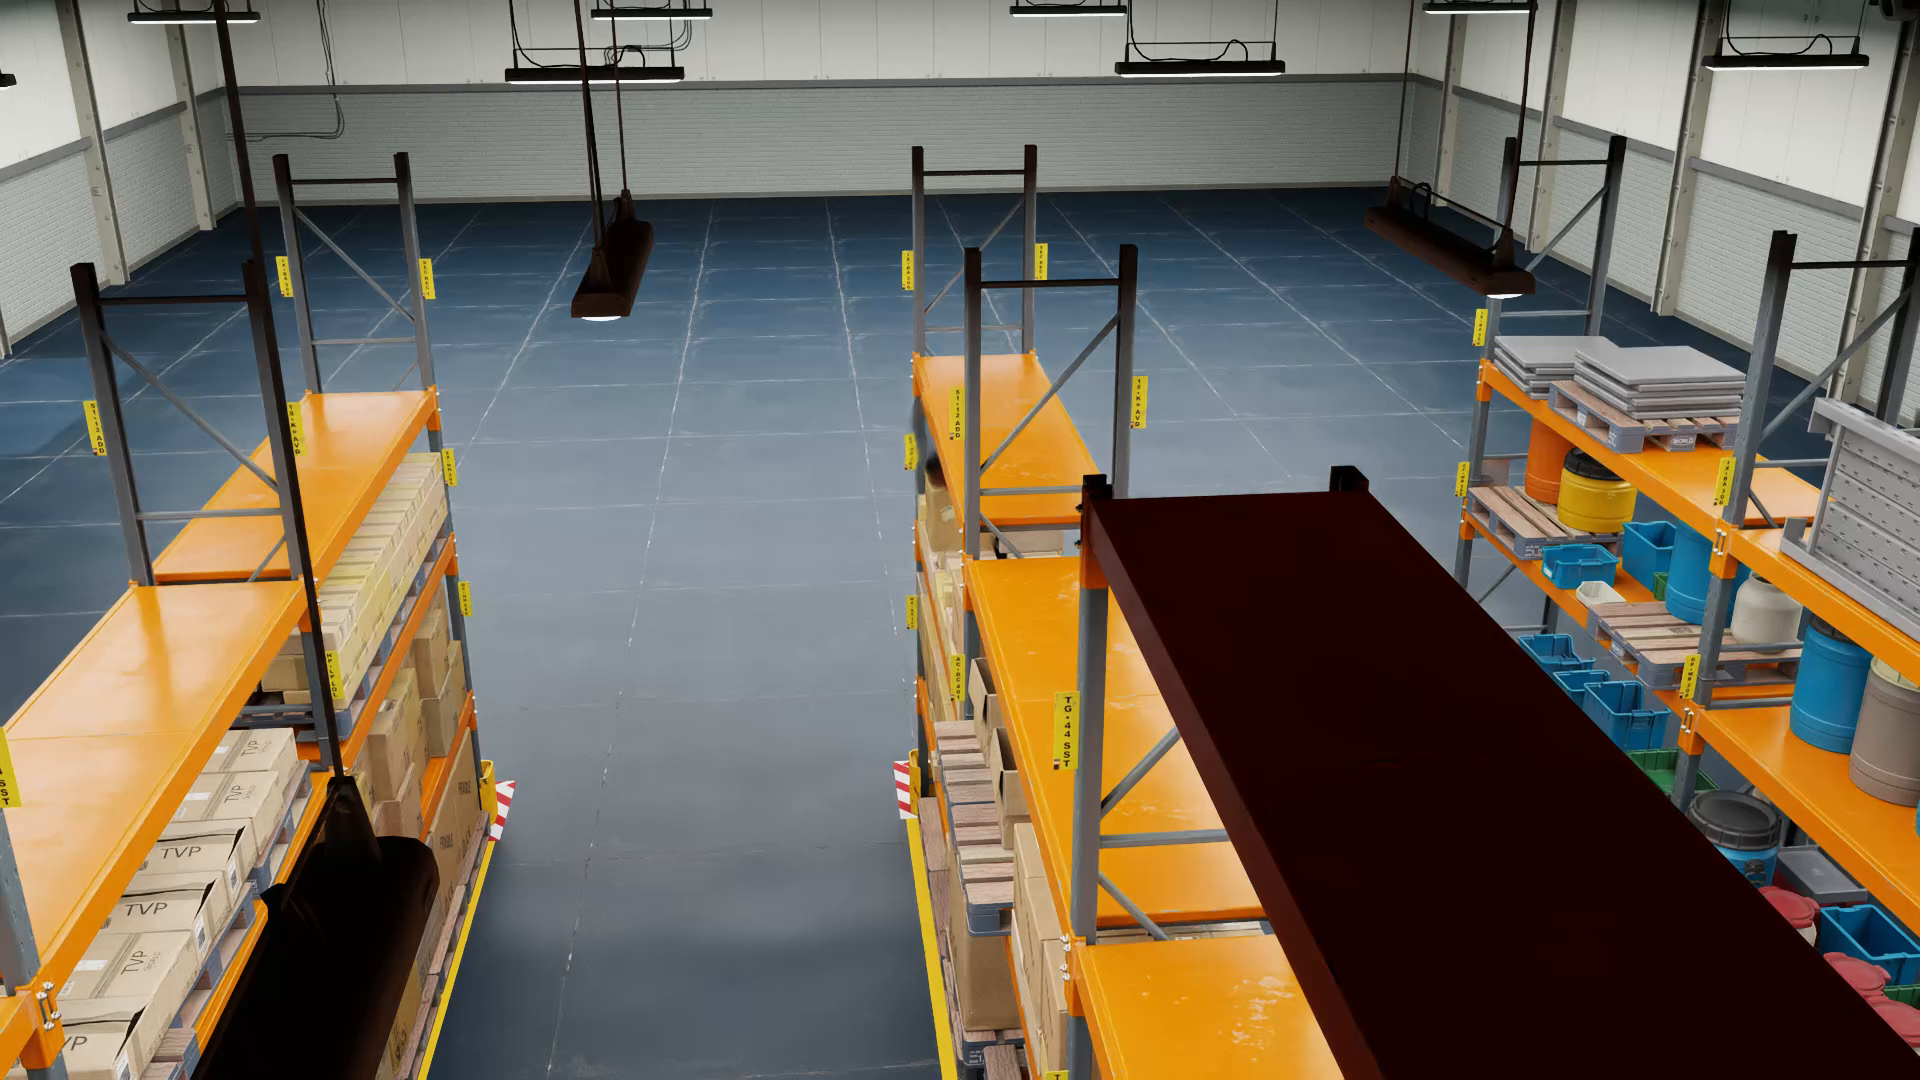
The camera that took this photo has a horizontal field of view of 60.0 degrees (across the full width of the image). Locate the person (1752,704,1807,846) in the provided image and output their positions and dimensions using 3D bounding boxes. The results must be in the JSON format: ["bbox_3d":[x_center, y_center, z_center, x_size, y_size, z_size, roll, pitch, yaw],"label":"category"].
[{"bbox_3d":[7.264,1.879,14.554,0.501,1.710,0.637,-9,23,-22],"label":"person"}]
